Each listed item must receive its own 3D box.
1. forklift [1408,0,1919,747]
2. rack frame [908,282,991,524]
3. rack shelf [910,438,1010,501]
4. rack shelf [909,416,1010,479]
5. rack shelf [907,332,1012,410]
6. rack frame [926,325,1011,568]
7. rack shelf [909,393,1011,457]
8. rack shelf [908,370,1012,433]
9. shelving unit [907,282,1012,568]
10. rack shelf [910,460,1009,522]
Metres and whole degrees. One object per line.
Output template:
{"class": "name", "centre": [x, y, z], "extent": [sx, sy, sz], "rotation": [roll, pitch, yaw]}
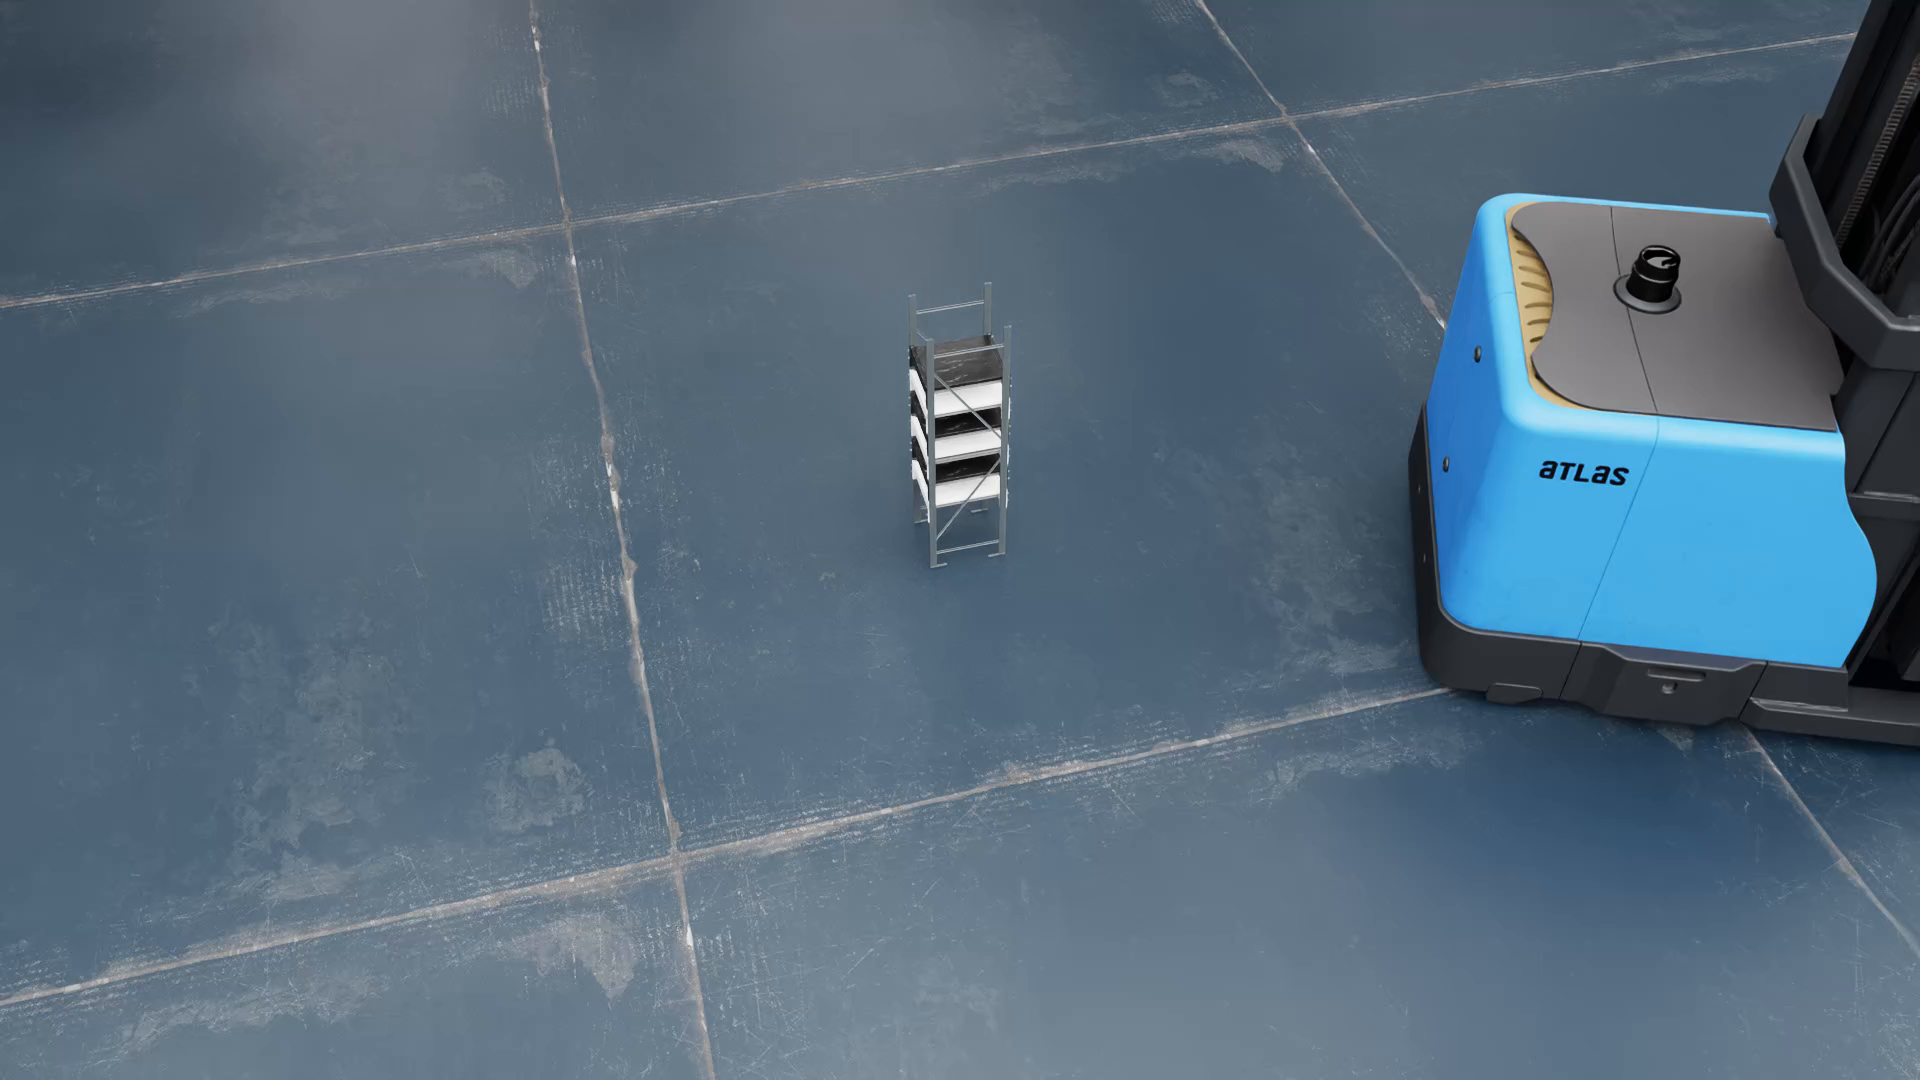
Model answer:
{"class": "forklift", "centre": [2.893, -0.778, 3.960], "extent": [3.031, 2.935, 1.130], "rotation": [6, 46, 6]}
{"class": "rack frame", "centre": [-0.028, -0.391, 5.003], "extent": [0.240, 0.900, 0.006], "rotation": [-11, 47, -10]}
{"class": "rack shelf", "centre": [-0.002, -0.234, 5.022], "extent": [0.258, 0.077, 0.200], "rotation": [-11, 47, -10]}
{"class": "rack shelf", "centre": [-0.002, -0.297, 4.958], "extent": [0.258, 0.077, 0.200], "rotation": [-11, 47, -10]}
{"class": "rack shelf", "centre": [-0.002, -0.486, 4.765], "extent": [0.258, 0.077, 0.200], "rotation": [-11, 47, -10]}
{"class": "rack frame", "centre": [0.024, -0.250, 4.865], "extent": [0.240, 0.900, 0.006], "rotation": [-11, 47, -10]}
{"class": "rack shelf", "centre": [-0.002, -0.360, 4.894], "extent": [0.258, 0.077, 0.200], "rotation": [-11, 47, -10]}
{"class": "rack shelf", "centre": [-0.002, -0.423, 4.829], "extent": [0.258, 0.077, 0.200], "rotation": [-11, 47, -10]}
{"class": "shelving unit", "centre": [-0.002, -0.321, 4.934], "extent": [0.258, 0.900, 0.210], "rotation": [-11, 47, -10]}
{"class": "rack shelf", "centre": [-0.002, -0.171, 5.086], "extent": [0.258, 0.077, 0.200], "rotation": [-11, 47, -10]}
